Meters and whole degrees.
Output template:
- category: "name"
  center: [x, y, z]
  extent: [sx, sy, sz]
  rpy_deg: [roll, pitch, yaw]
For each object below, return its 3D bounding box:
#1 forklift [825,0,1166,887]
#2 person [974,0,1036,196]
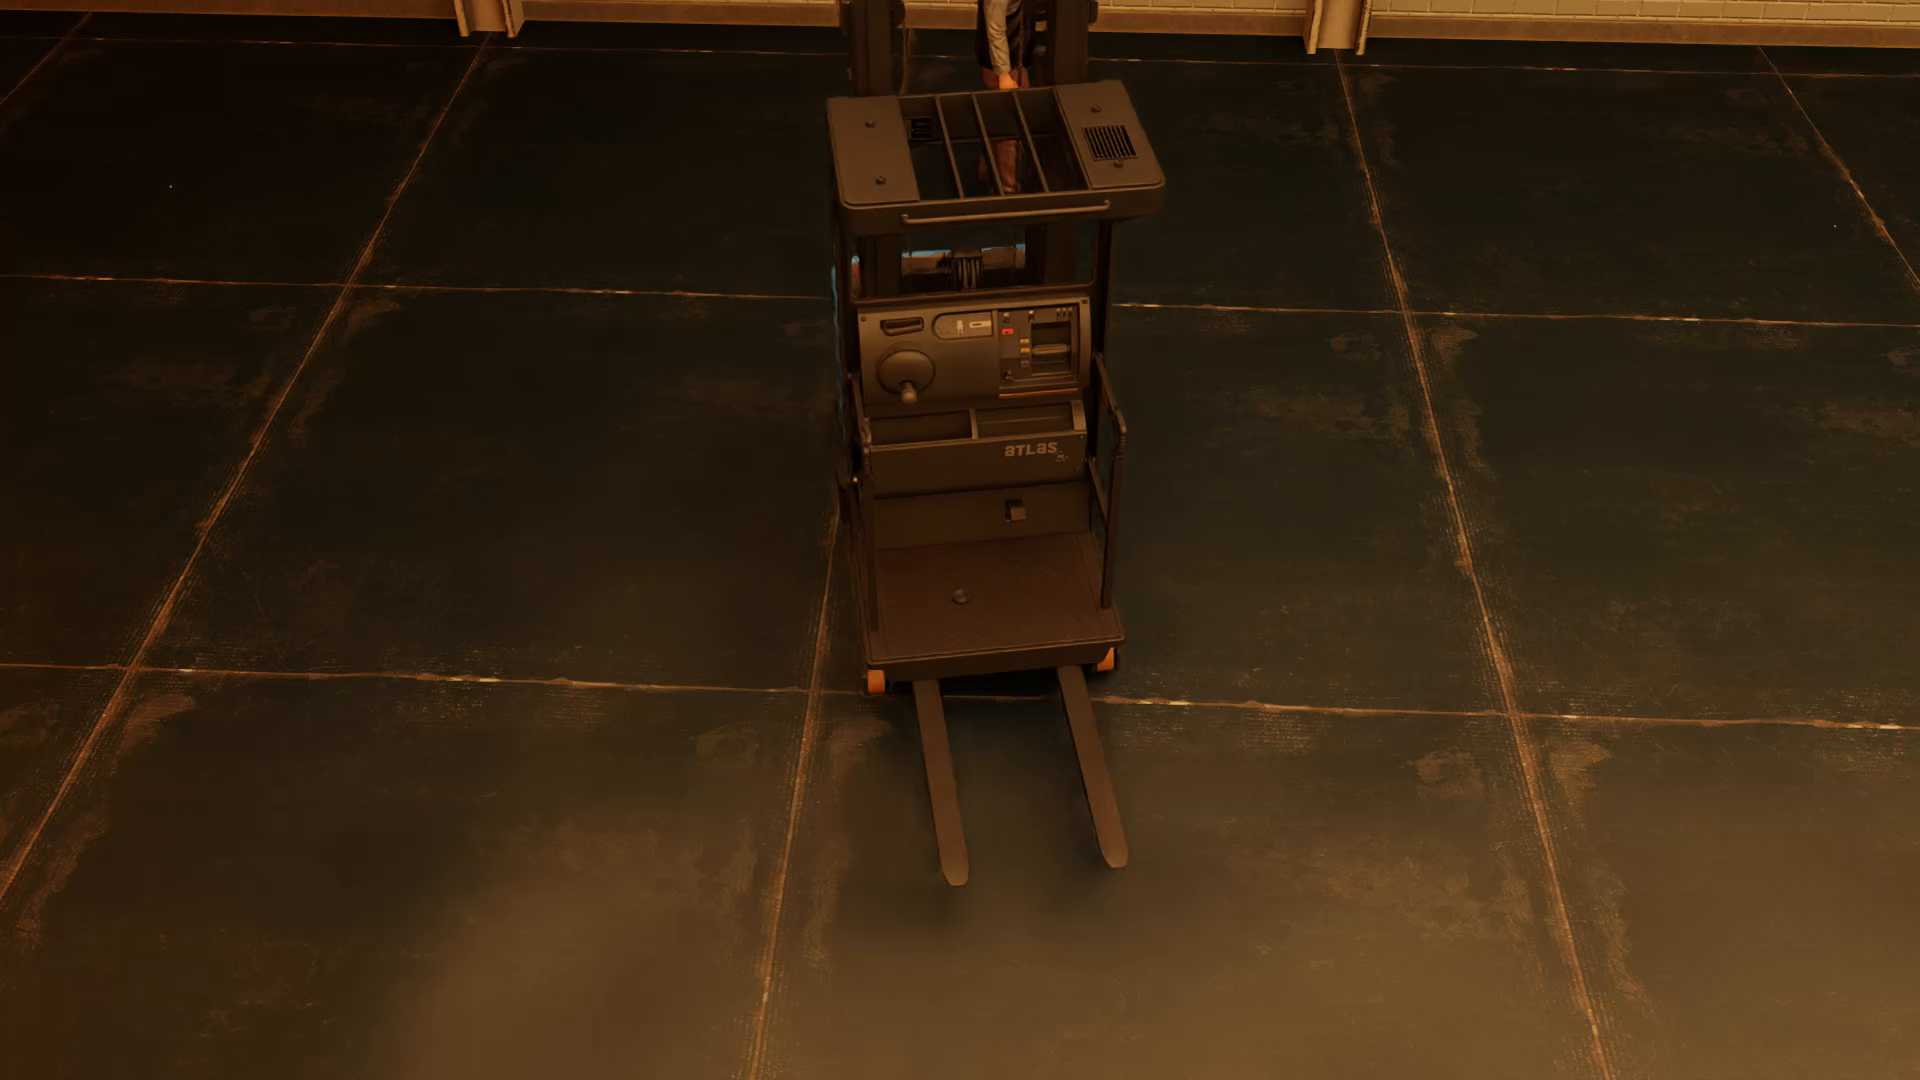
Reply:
- category: "forklift"
  center: [0.092, -0.674, 6.480]
  extent: [1.130, 2.935, 3.031]
  rpy_deg: [-5, 43, -6]
- category: "person"
  center: [0.293, -2.784, 9.690]
  extent: [0.411, 1.723, 0.632]
  rpy_deg: [-3, 42, -3]
